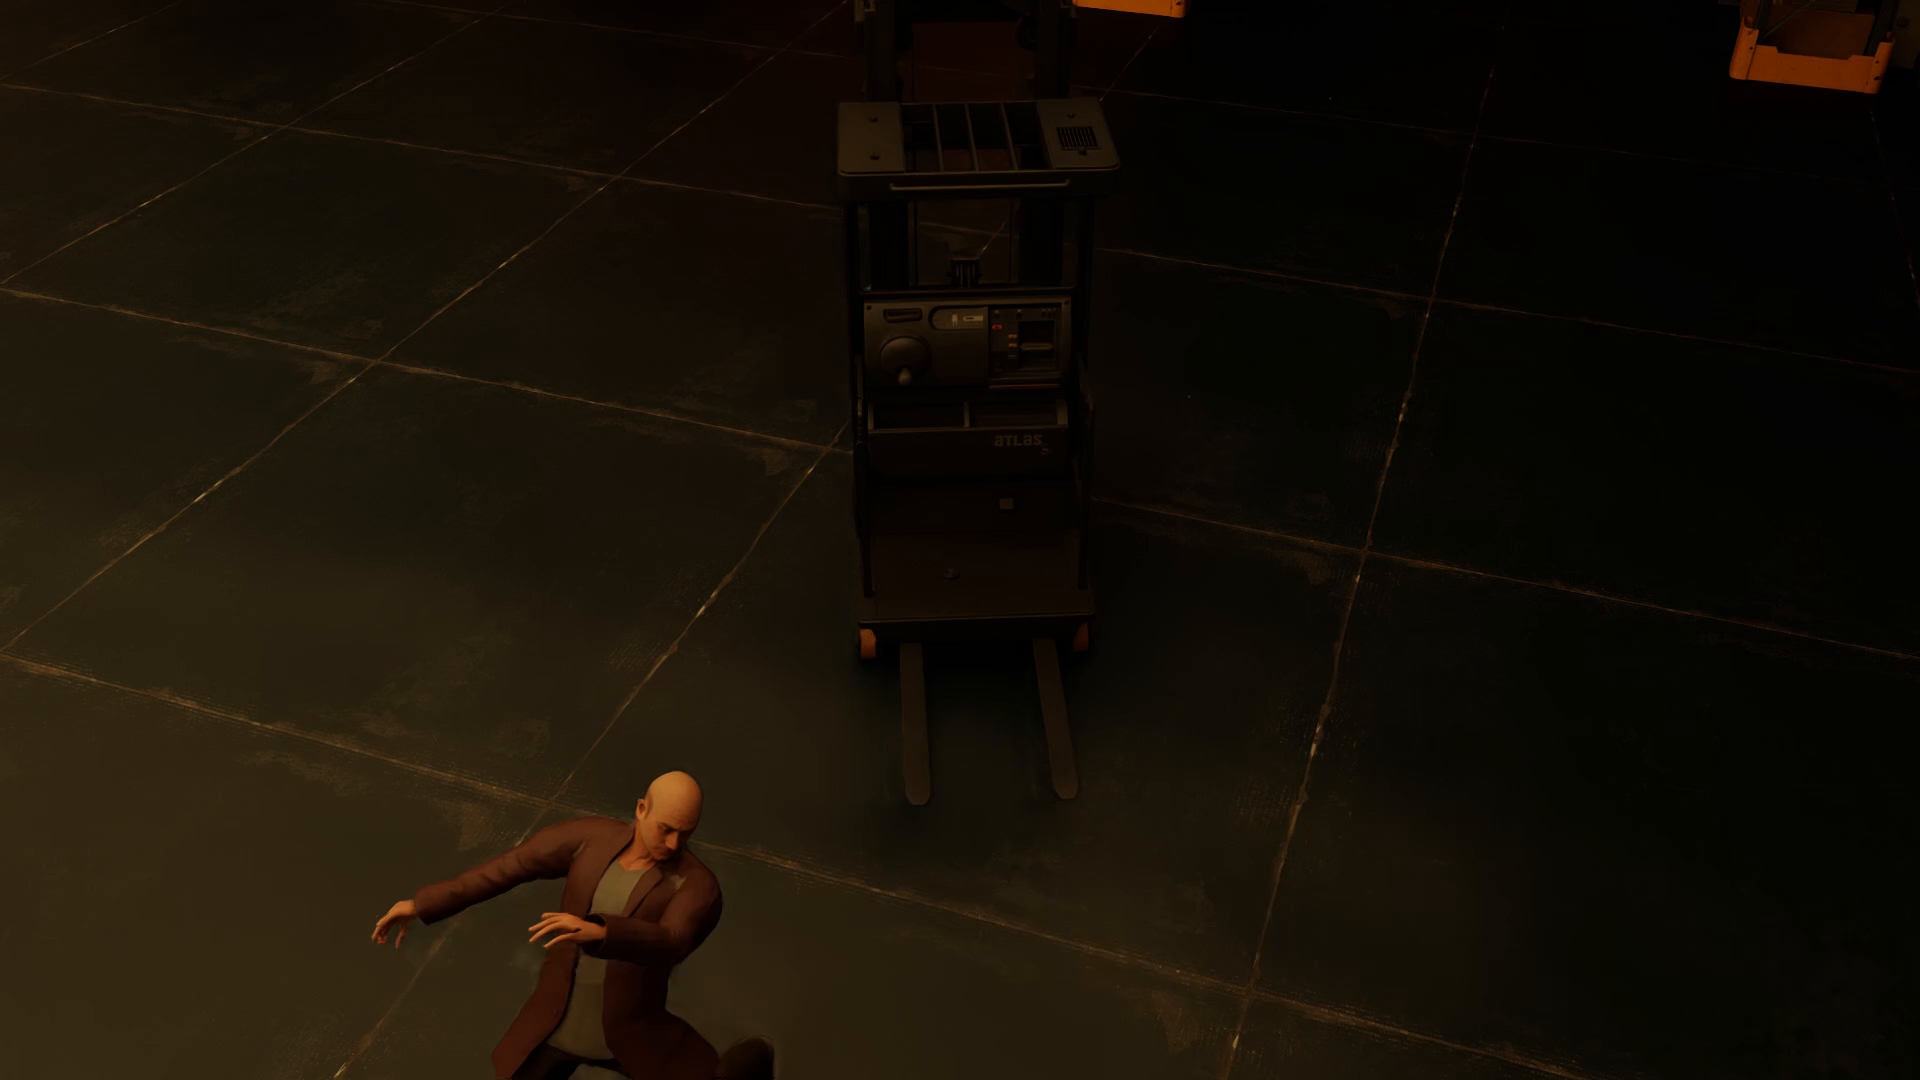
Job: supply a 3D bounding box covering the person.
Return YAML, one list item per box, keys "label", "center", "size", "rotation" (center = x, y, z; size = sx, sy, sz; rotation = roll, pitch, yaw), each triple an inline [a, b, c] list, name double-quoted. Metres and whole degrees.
- label: "person"
  center: [-1.225, 1.455, 5.244]
  size: [1.103, 1.545, 0.808]
  rotation: [6, 36, 8]

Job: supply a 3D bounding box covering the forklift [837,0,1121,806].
- label: "forklift"
  center: [0.051, -0.824, 7.273]
  size: [1.130, 2.935, 3.031]
  rotation: [-2, 35, -3]
